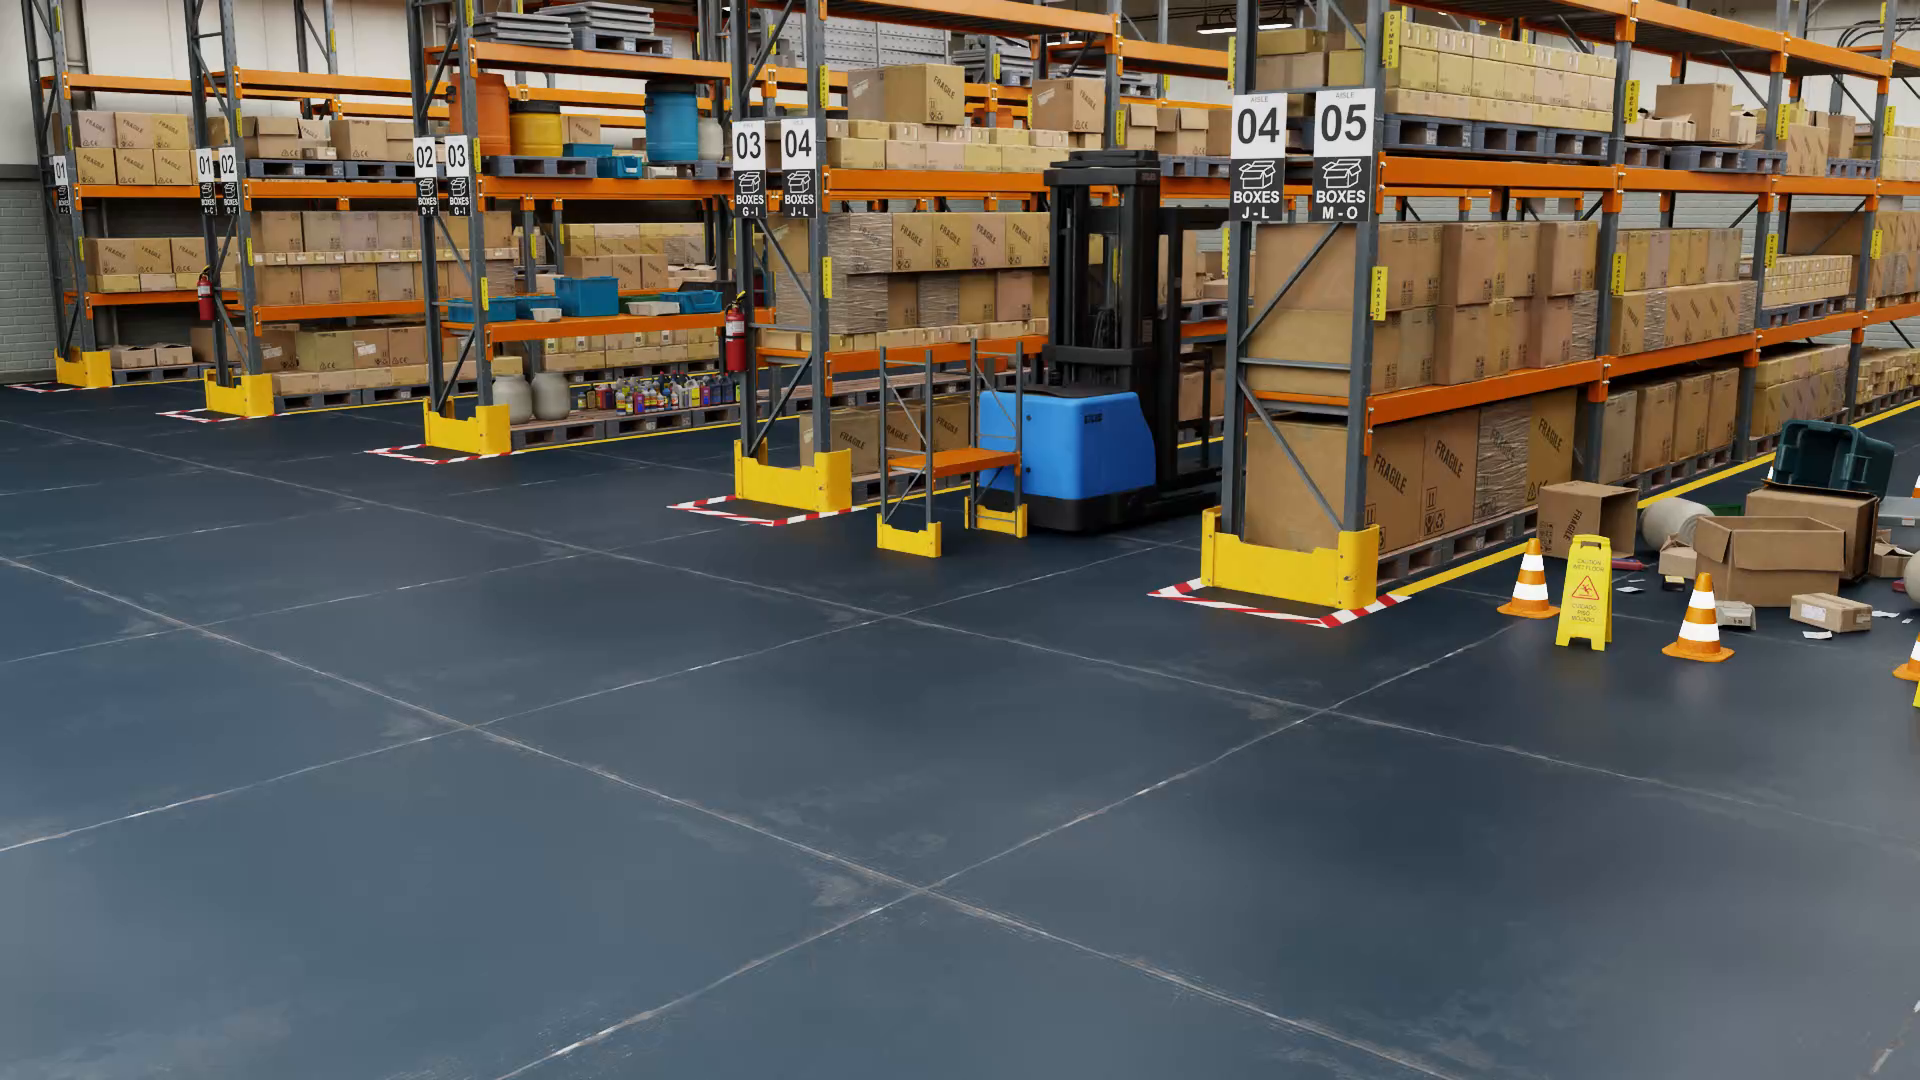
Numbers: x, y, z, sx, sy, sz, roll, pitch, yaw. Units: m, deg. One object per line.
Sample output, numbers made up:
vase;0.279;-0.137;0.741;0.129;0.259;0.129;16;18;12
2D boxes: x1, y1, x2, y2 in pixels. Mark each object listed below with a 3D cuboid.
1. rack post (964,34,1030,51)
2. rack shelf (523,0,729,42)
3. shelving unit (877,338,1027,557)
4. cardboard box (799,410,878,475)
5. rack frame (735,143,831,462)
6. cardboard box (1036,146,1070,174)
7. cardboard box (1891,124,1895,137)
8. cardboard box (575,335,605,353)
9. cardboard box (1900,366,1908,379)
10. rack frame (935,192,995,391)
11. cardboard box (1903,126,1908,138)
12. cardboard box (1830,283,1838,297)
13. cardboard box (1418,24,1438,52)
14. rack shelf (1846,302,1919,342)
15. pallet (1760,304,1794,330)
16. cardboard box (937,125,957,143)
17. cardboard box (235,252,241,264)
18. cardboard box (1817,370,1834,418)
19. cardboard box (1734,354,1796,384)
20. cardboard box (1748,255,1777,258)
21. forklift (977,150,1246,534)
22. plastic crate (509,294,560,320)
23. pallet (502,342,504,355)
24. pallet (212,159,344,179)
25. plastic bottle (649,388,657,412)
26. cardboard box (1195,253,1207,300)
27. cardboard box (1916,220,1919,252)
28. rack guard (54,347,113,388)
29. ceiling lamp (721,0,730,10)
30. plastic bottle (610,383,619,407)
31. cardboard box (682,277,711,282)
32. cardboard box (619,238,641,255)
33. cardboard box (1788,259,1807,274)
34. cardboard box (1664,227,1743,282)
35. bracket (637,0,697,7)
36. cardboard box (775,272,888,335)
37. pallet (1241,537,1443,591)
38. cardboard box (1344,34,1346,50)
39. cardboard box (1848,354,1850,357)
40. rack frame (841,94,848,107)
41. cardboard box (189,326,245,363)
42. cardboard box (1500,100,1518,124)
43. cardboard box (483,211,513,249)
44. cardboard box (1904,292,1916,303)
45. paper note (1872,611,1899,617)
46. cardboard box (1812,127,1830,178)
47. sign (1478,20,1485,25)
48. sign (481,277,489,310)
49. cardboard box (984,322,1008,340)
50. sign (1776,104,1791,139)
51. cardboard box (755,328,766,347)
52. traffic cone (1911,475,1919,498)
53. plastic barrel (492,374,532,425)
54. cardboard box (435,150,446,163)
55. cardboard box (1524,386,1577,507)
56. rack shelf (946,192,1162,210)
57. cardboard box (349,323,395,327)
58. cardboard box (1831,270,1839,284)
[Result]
rack post;0.509;-6.923;23.083;0.624;0.289;0.986;10;15;40
rack shelf;-6.053;-9.395;30.127;1.077;0.370;4.000;10;15;40
shelving unit;-0.050;-0.724;12.508;0.587;1.500;1.083;10;15;40
cardboard box;-1.067;-0.854;14.637;0.500;0.500;0.500;-9;14;-37
rack frame;-1.492;-1.784;13.985;1.000;3.000;0.127;10;15;40
cardboard box;0.691;-3.594;15.769;0.500;0.250;0.500;10;15;42
cardboard box;10.667;-4.779;19.408;0.380;0.149;0.250;9;14;38
cardboard box;-5.496;-2.888;24.028;0.500;0.311;0.500;10;15;40
cardboard box;11.921;-2.167;21.347;0.380;0.149;0.250;10;15;41
rack frame;0.068;-3.601;23.084;1.000;3.000;0.127;10;15;40
cardboard box;11.151;-4.896;19.995;0.380;0.149;0.250;9;15;39
cardboard box;9.638;-2.817;18.728;0.380;0.149;0.250;10;15;40
cardboard box;2.793;-3.166;10.525;0.380;0.149;0.250;10;15;41
rack shelf;11.409;-2.835;21.083;1.077;0.370;4.000;10;15;40
pallet;7.838;-2.329;17.205;1.213;0.211;1.003;10;15;40
cardboard box;-0.252;-3.574;14.656;0.380;0.149;0.250;9;14;38
cardboard box;-8.822;-3.513;20.731;0.380;0.149;0.250;9;15;39
cardboard box;9.450;-1.657;18.657;0.500;0.500;0.500;9;15;39
cardboard box;8.420;-1.797;17.447;0.500;0.250;0.500;10;15;40
cardboard box;9.132;-3.190;19.075;0.380;0.149;0.250;10;15;41
forklift;1.500;-1.714;13.809;1.130;2.935;3.031;10;15;41
plastic crate;-4.674;-2.559;18.242;0.499;0.251;0.408;10;15;40
pallet;-7.890;-3.400;29.195;1.003;0.211;1.213;10;15;40
pallet;-8.445;-4.594;20.619;1.003;0.211;1.213;10;15;40
plastic bottle;-3.489;-1.594;18.875;0.097;0.271;0.097;0;11;0
cardboard box;2.223;-2.896;18.217;0.637;0.503;0.797;-10;15;-42
cardboard box;11.943;-3.915;21.088;0.500;0.500;0.500;11;16;43
rack guard;-12.604;-2.491;23.905;1.175;0.500;0.348;10;15;40
ceiling lamp;-3.176;-10.790;28.853;0.800;3.185;2.000;10;15;40
plastic bottle;-4.051;-1.685;19.321;0.152;0.276;0.135;9;15;39
cardboard box;-4.036;-3.951;25.476;0.380;0.149;0.250;10;15;40
cardboard box;-6.180;-5.274;30.393;0.500;0.500;0.500;10;15;40
cardboard box;8.765;-2.916;17.702;0.380;0.149;0.250;10;15;42
cardboard box;7.144;-2.779;16.160;0.700;0.500;0.500;10;15;40
bracket;-6.640;-9.904;30.133;0.076;0.066;4.783;10;15;40
cardboard box;-1.108;-2.056;14.333;0.875;0.500;0.500;10;15;40
pallet;2.636;0.112;11.612;1.003;0.211;1.213;10;15;40
cardboard box;2.470;-3.289;11.141;0.380;0.149;0.250;10;15;41
cardboard box;11.180;-2.303;21.270;0.380;0.149;0.250;10;15;40
rack frame;-2.093;-9.001;34.802;1.000;3.000;0.127;10;15;40
cardboard box;-11.232;-2.971;25.185;0.700;0.500;0.500;9;14;37
cardboard box;3.635;-2.963;11.542;0.380;0.149;0.250;10;15;41
cardboard box;-6.579;-4.273;22.879;0.700;0.500;0.500;10;15;41
cardboard box;12.032;-3.128;21.355;0.380;0.149;0.250;9;14;38
paper note;5.754;0.457;10.375;0.142;0.019;0.148;-6;13;-28
cardboard box;8.676;-4.023;17.282;0.500;0.500;0.500;10;15;40
sign;6.845;-6.920;21.795;0.100;0.325;0.005;10;15;40
sign;-4.802;-2.488;16.804;0.100;0.325;0.005;10;15;40
cardboard box;0.226;-1.961;15.512;0.380;0.149;0.250;10;15;40
sign;7.859;-3.995;15.875;0.100;0.325;0.005;10;15;40
cardboard box;-3.135;-3.262;26.645;0.500;0.500;0.500;11;15;43
traffic cone;7.800;-0.383;13.445;0.336;0.463;0.334;10;15;40
plastic barrel;-4.835;-1.517;17.928;0.421;0.512;0.421;0;11;0
cardboard box;-6.881;-5.063;21.957;0.380;0.149;0.250;10;15;40
cardboard box;4.340;-0.797;13.395;0.875;0.875;0.875;10;15;41
rack shelf;1.389;-5.014;24.334;1.077;0.370;4.000;10;15;40
cardboard box;-7.820;-2.630;22.256;0.500;0.500;0.500;10;15;40
cardboard box;9.635;-2.963;18.697;0.380;0.149;0.250;11;15;43
